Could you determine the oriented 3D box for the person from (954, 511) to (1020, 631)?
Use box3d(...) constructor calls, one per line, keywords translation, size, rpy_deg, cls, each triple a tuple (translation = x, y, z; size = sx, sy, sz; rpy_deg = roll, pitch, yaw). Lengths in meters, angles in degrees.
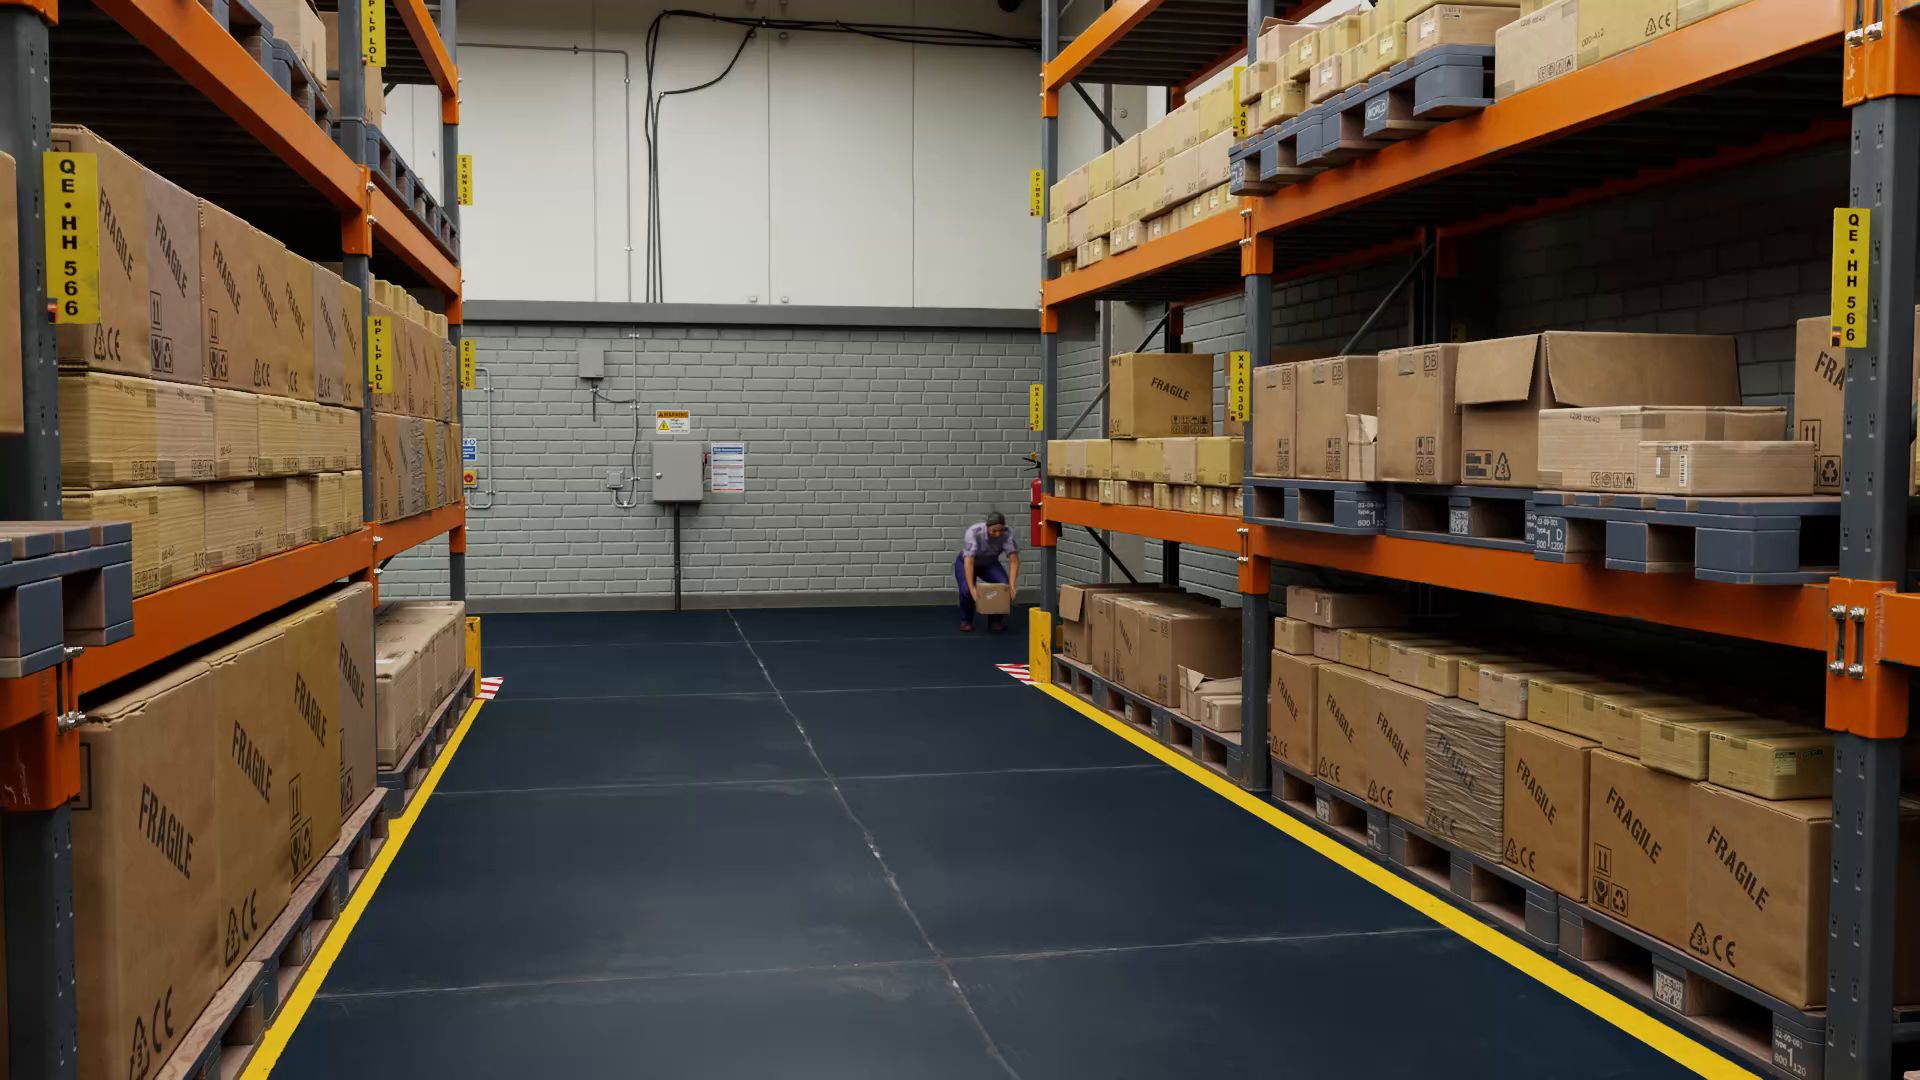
box3d(translation=(0.238, 0.282, 15.025), size=(0.536, 1.087, 0.769), rpy_deg=(-1, 3, -12), cls="person")
